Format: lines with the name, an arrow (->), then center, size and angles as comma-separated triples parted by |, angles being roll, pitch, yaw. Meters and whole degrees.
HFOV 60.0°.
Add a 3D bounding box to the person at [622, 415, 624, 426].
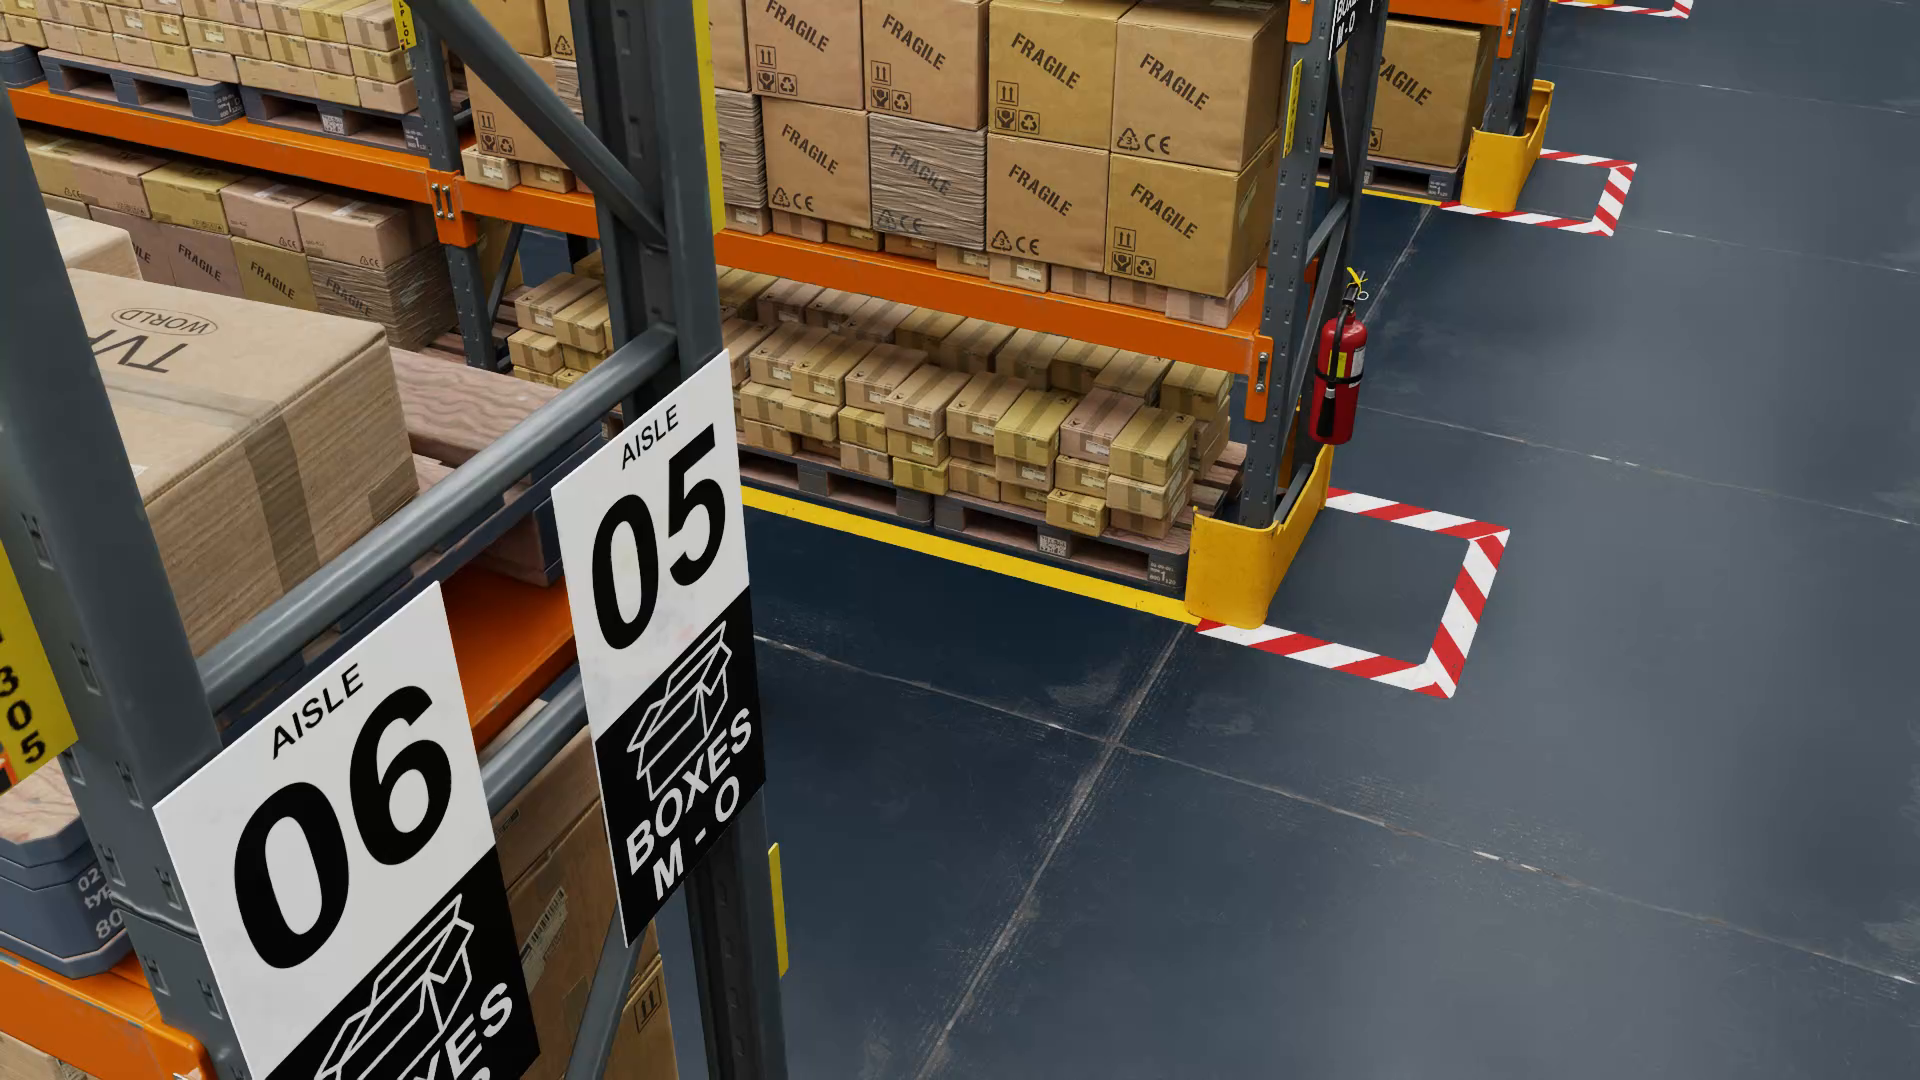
person -> -1.058, -0.050, 6.224 | 0.484, 1.594, 0.370 | 13, 36, 18
